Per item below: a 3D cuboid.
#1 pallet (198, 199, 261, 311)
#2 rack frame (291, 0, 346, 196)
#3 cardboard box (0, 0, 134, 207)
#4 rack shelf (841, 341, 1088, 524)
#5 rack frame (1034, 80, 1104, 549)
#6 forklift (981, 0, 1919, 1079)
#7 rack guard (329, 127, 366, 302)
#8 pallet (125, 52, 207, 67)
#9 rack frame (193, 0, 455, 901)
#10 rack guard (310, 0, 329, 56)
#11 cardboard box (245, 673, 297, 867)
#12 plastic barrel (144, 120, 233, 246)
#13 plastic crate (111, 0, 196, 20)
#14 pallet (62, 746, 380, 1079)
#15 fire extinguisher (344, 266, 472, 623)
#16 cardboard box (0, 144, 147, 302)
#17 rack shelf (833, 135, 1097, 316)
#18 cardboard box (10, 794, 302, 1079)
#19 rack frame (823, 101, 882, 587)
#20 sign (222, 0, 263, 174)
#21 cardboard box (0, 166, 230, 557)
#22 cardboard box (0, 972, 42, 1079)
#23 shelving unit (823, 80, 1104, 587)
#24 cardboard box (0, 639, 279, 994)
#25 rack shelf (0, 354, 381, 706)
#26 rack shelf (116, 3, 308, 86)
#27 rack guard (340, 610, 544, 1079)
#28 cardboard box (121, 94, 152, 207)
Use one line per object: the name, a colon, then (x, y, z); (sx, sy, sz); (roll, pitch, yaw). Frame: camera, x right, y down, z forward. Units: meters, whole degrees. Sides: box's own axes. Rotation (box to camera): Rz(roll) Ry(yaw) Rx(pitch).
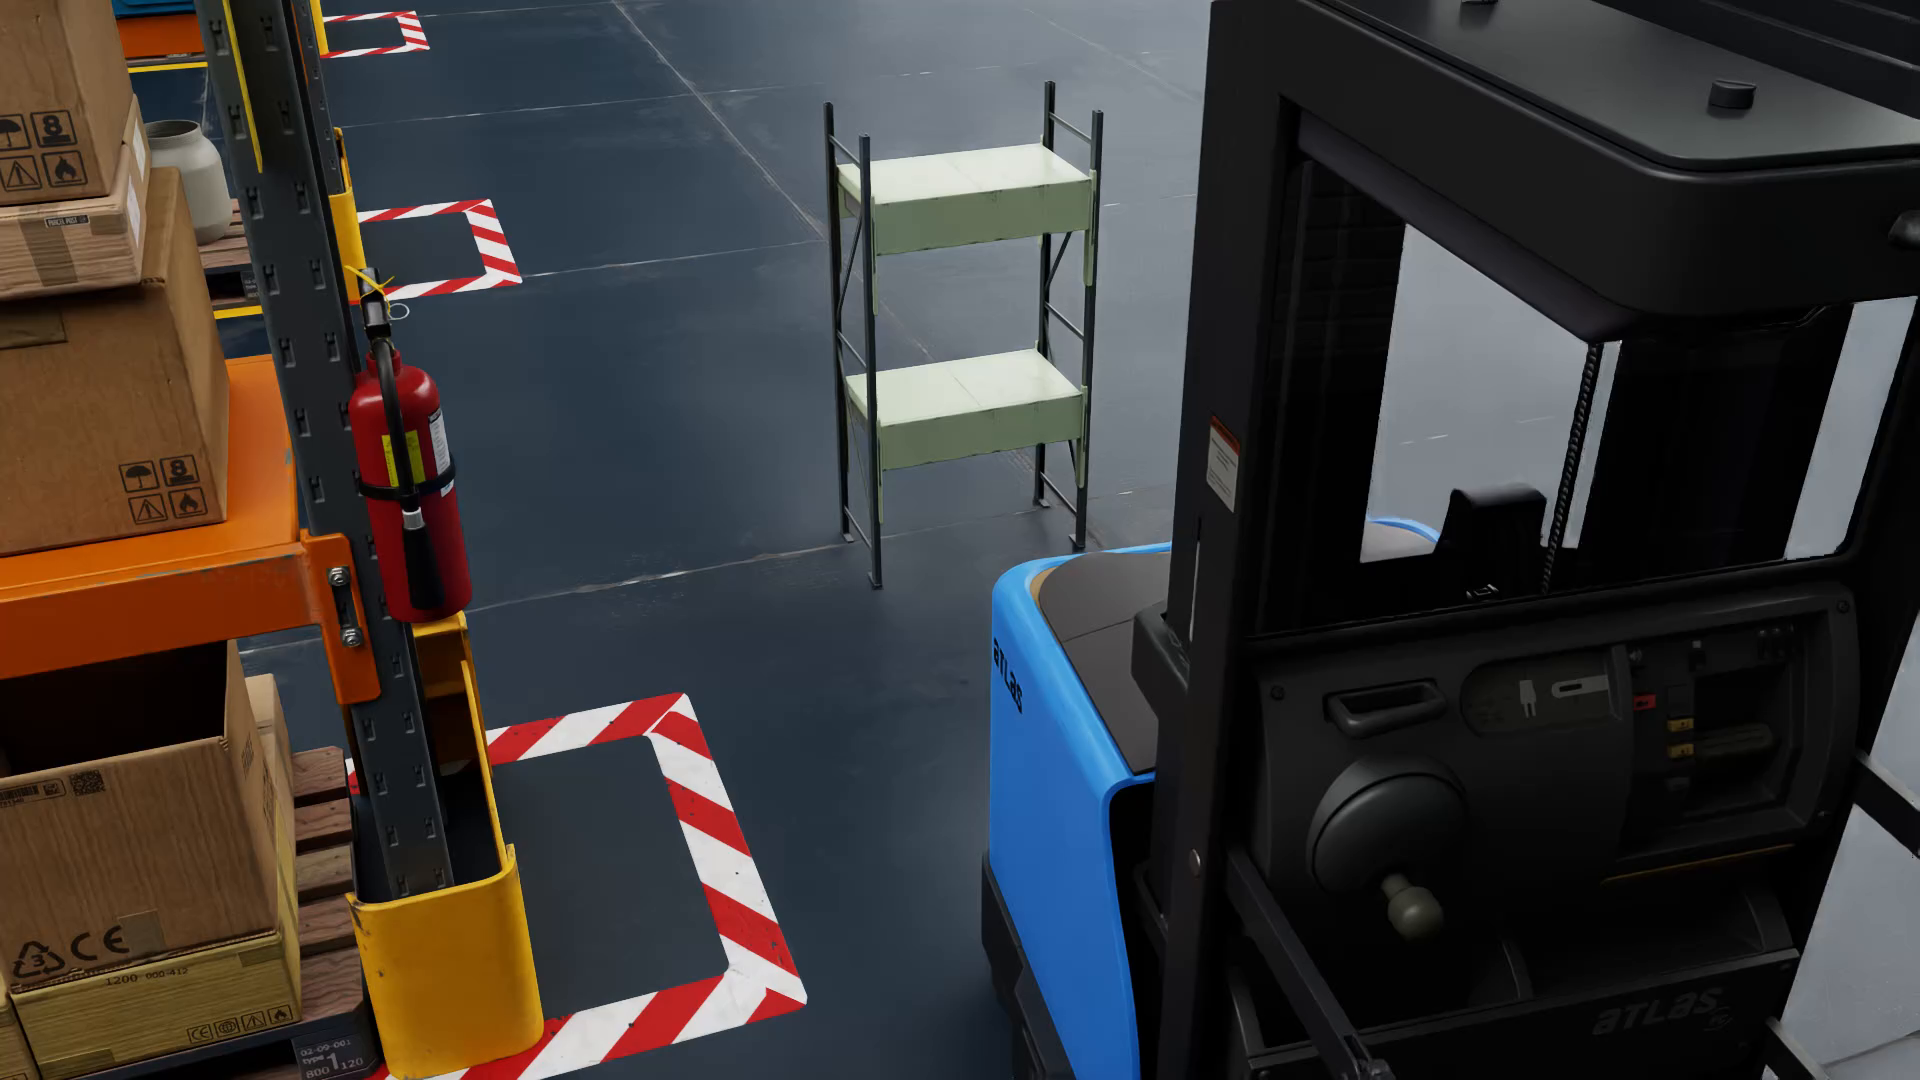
pallet: (-3.858, -1.314, 7.843); (1.213, 0.211, 1.003); (-10, 31, -18)
rack frame: (-3.040, -2.698, 7.456); (0.127, 3.000, 1.000); (-10, 31, -18)
cardboard box: (-1.807, -0.923, 2.928); (0.500, 0.500, 0.700); (-10, 31, -17)
rack shelf: (0.006, -0.370, 5.542); (0.720, 0.370, 0.431); (-10, 31, -18)
rack frame: (0.349, -0.716, 5.492); (0.023, 1.500, 0.400); (-10, 31, -18)
forklift: (0.911, 0.355, 2.166); (1.130, 2.935, 3.031); (-7, 30, -12)
rack guard: (-3.094, -1.577, 8.013); (0.348, 0.500, 1.175); (-10, 31, -18)
pallet: (-5.612, -3.648, 11.939); (1.213, 0.211, 1.003); (-10, 31, -18)
rack frame: (-1.316, -0.400, 3.421); (0.127, 3.000, 1.000); (-10, 31, -18)
rack guard: (-4.838, -3.897, 12.085); (0.348, 0.500, 1.175); (-10, 31, -18)
cardboard box: (-1.896, 0.602, 4.016); (0.500, 0.250, 0.500); (-10, 31, -18)
plastic barrel: (-3.630, -1.651, 7.706); (0.421, 0.512, 0.421); (0, 30, 0)
plastic crate: (-3.404, -2.408, 7.097); (0.616, 0.251, 0.499); (-10, 31, -18)
pallet: (-2.018, 0.963, 3.846); (1.213, 0.211, 1.003); (-10, 31, -18)
fire extinguisher: (-1.043, -0.171, 3.098); (0.183, 0.674, 0.296); (-10, 31, -18)
cardboard box: (-1.607, -0.570, 2.965); (0.250, 0.149, 0.380); (-11, 31, -18)
rack shelf: (0.006, -0.992, 5.188); (0.720, 0.370, 0.431); (-10, 31, -18)
cardboard box: (-1.715, 0.842, 3.595); (0.500, 0.250, 0.500); (-10, 31, -18)
rack frame: (-0.337, -0.590, 5.270); (0.023, 1.500, 0.400); (-10, 31, -18)
sign: (-1.140, -0.751, 2.630); (0.005, 0.325, 0.100); (-10, 31, -18)
cardboard box: (-1.758, -0.368, 3.265); (0.500, 0.500, 0.700); (-10, 31, -18)
cardboard box: (-2.180, 0.934, 3.433); (0.500, 0.250, 0.500); (-10, 31, -18)
shelving unit: (0.006, -0.653, 5.381); (0.755, 1.500, 0.431); (-10, 31, -18)
cardboard box: (-1.715, 0.518, 3.407); (0.500, 0.500, 0.500); (-10, 31, -18)
rack shelf: (-3.190, 0.258, 2.993); (4.000, 0.370, 1.077); (-10, 31, -18)
rack shelf: (-4.914, -2.040, 7.028); (4.000, 0.370, 1.077); (-10, 31, -18)
rack guard: (-1.293, 0.682, 4.047); (0.348, 0.500, 1.175); (-10, 31, -18)
cardboard box: (-1.759, -0.757, 3.292); (0.250, 0.149, 0.380); (-11, 31, -18)
